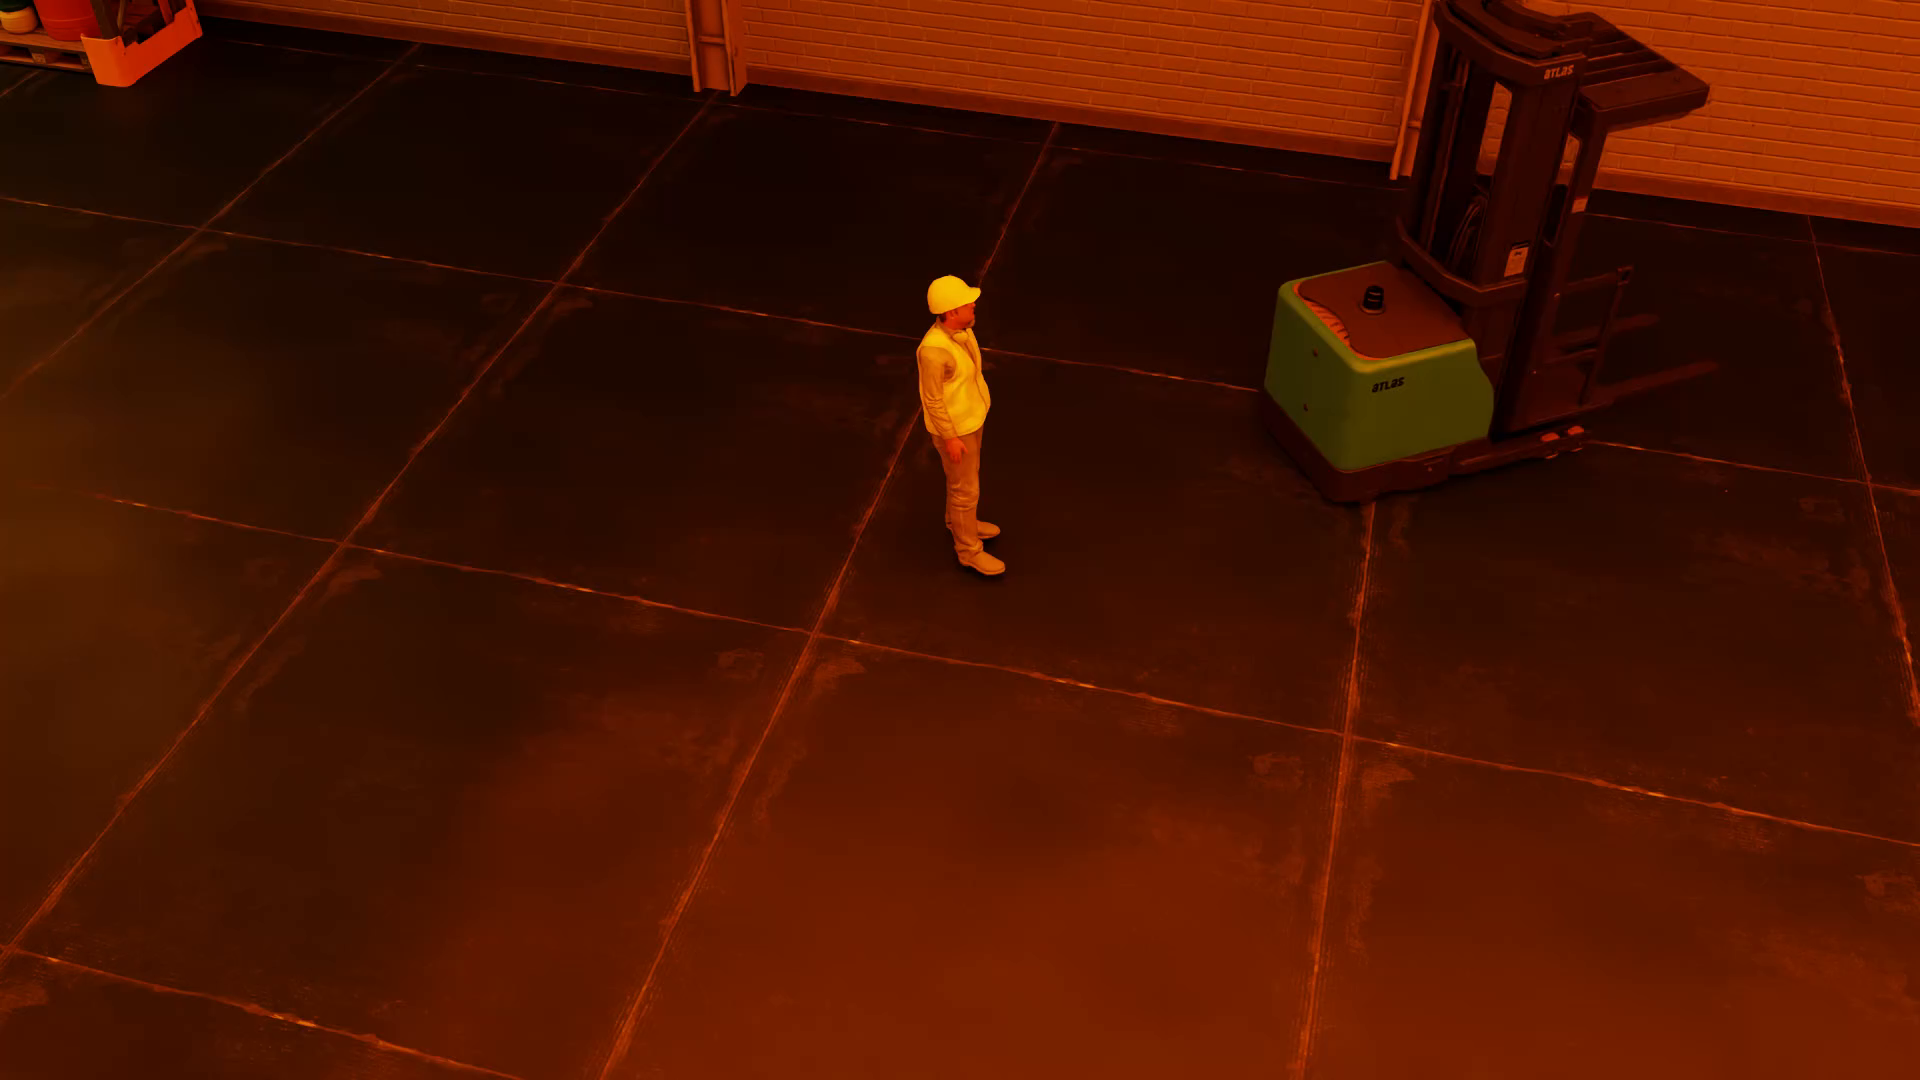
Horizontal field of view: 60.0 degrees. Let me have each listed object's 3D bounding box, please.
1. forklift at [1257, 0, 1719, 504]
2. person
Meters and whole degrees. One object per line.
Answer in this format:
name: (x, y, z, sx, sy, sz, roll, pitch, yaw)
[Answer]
forklift: (3.522, -1.937, 10.071, 3.031, 2.935, 1.130, -14, 43, -16)
person: (0.057, -0.687, 9.451, 0.568, 1.773, 0.632, 10, 42, 11)
